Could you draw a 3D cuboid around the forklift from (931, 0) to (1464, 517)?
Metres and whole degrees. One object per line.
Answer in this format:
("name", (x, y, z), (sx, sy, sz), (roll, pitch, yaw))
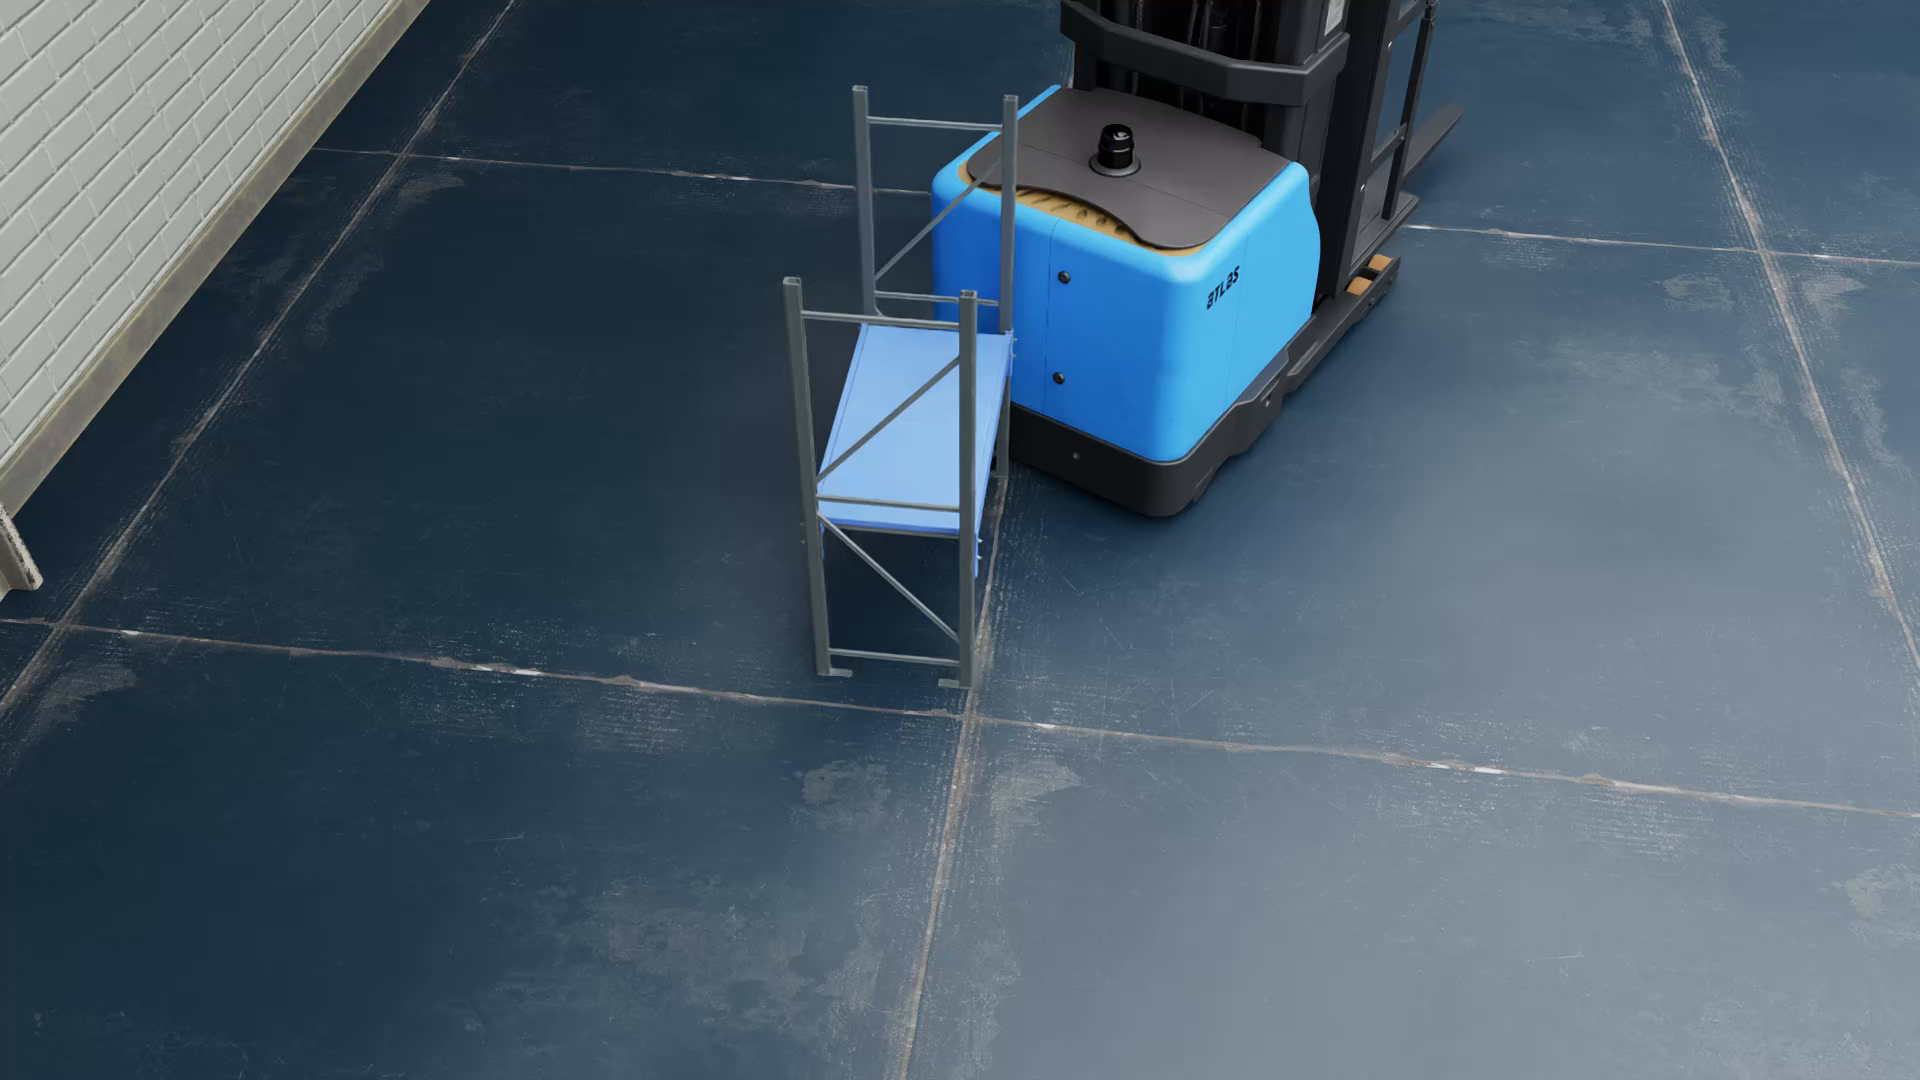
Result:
("forklift", (1.137, -2.123, 5.861), (1.130, 2.935, 3.031), (25, 49, 24))

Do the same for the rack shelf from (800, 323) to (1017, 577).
("rack shelf", (-0.141, -0.317, 5.256), (0.538, 0.185, 1.000), (5, 44, 5))

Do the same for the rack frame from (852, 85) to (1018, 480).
("rack frame", (-0.075, -0.795, 5.498), (0.500, 1.500, 0.032), (5, 44, 5))

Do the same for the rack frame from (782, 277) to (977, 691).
("rack frame", (-0.206, -0.101, 4.766), (0.500, 1.500, 0.032), (5, 44, 5))

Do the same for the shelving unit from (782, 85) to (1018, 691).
("shelving unit", (-0.141, -0.448, 5.132), (0.538, 1.500, 1.048), (5, 44, 5))
